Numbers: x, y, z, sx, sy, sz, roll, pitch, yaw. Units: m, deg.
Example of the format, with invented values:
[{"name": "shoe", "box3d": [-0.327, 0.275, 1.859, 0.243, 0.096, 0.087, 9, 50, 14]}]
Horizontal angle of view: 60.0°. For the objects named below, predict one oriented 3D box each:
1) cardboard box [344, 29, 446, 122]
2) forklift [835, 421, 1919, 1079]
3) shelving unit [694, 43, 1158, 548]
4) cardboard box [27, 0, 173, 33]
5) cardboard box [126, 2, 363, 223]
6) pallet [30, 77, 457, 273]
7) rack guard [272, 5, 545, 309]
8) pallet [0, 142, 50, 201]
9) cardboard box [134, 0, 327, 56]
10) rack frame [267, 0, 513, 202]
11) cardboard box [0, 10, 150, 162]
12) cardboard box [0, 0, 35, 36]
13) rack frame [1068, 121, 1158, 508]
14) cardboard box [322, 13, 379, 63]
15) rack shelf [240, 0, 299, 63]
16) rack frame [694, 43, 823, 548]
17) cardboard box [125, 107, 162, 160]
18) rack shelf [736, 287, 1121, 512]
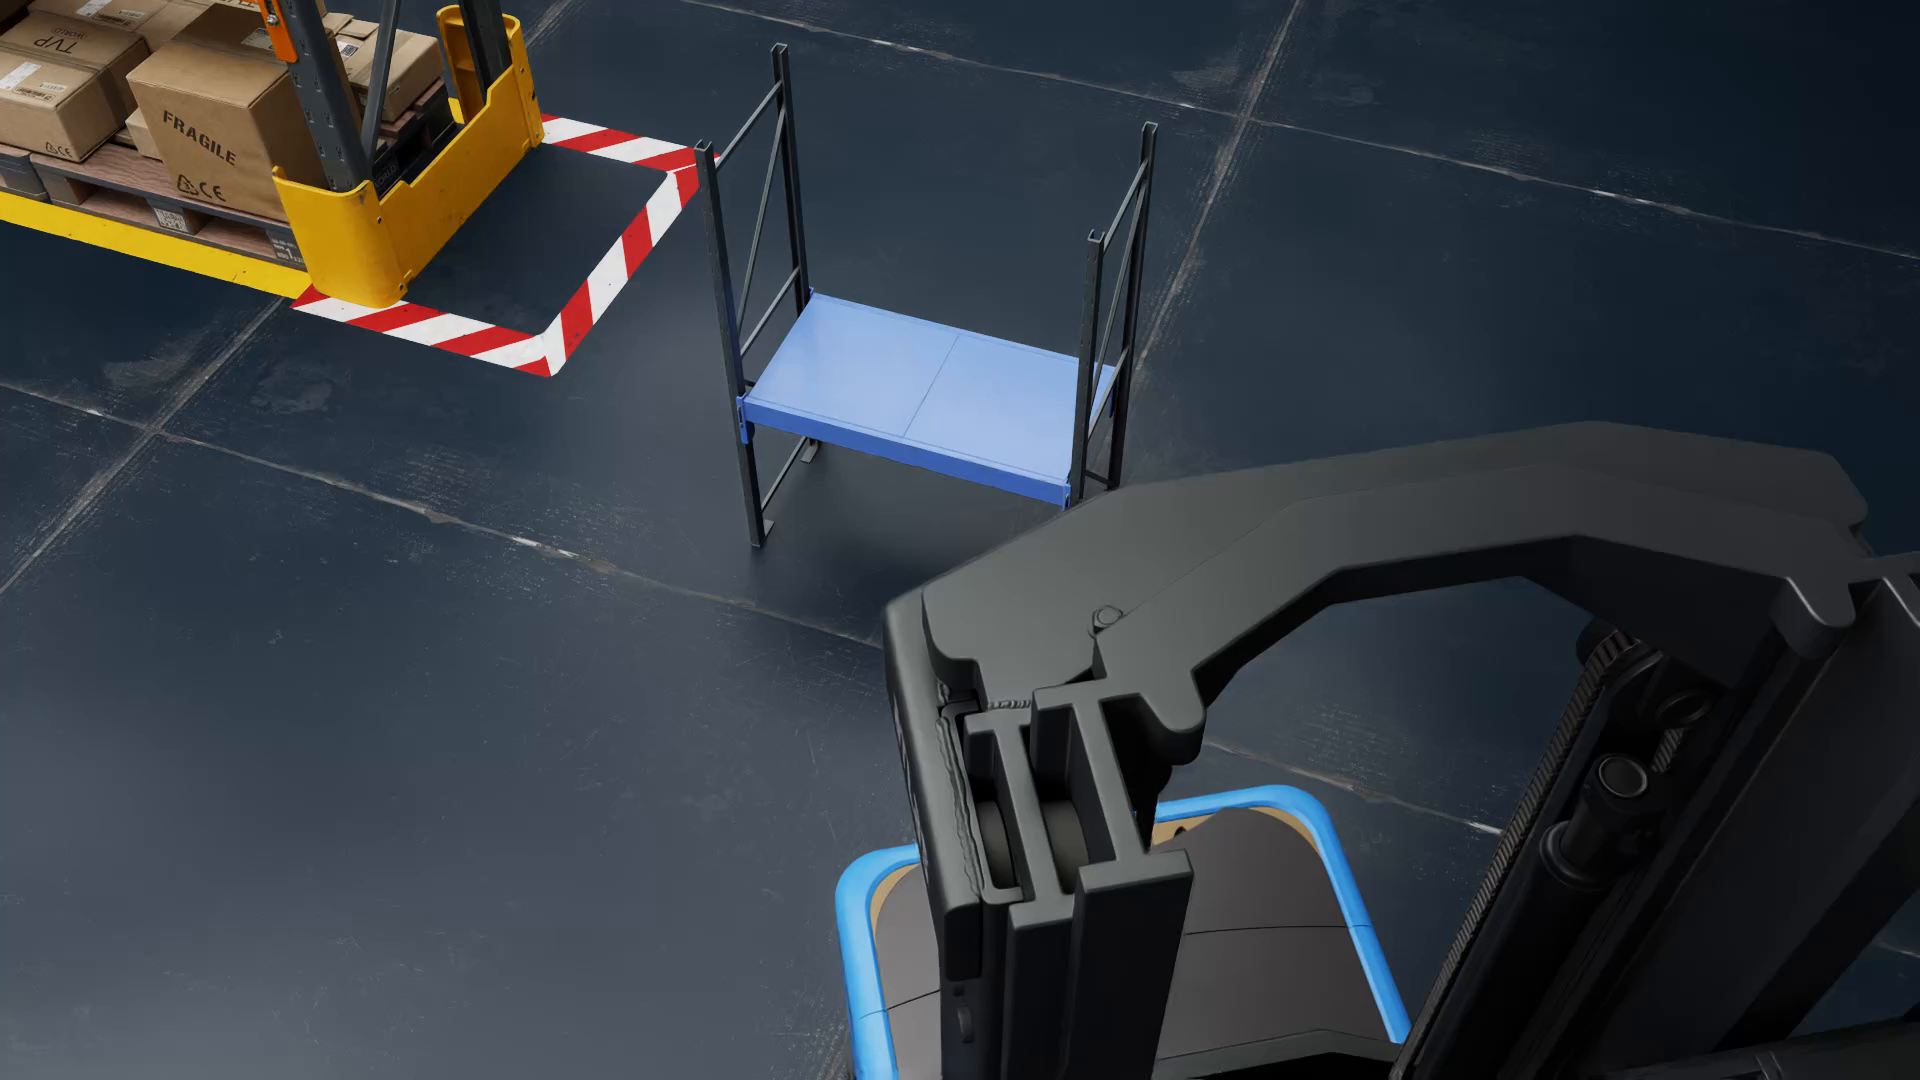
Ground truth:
[{"name": "cardboard box", "box3d": [-2.208, -1.801, 6.421, 0.250, 0.149, 0.380, 16, 51, 13]}, {"name": "forklift", "box3d": [0.518, 1.399, 2.098, 1.130, 2.935, 3.031, -8, 50, -7]}, {"name": "shelving unit", "box3d": [-0.080, -0.514, 4.703, 1.048, 1.500, 0.538, 16, 51, 13]}, {"name": "cardboard box", "box3d": [-3.284, -2.086, 6.602, 0.500, 0.250, 0.500, 16, 51, 13]}, {"name": "cardboard box", "box3d": [-2.530, -1.531, 5.955, 0.500, 0.500, 0.500, 16, 51, 13]}, {"name": "pallet", "box3d": [-2.754, -1.552, 6.456, 1.213, 0.211, 1.003, 16, 51, 13]}, {"name": "rack guard", "box3d": [-2.006, -1.439, 6.166, 0.348, 0.500, 1.175, 16, 51, 13]}, {"name": "pallet", "box3d": [-3.895, -1.873, 6.734, 1.213, 0.211, 1.003, 16, 51, 13]}, {"name": "cardboard box", "box3d": [-2.815, -1.955, 6.488, 0.500, 0.250, 0.500, 16, 51, 13]}, {"name": "rack frame", "box3d": [-1.935, -2.237, 5.204, 0.127, 3.000, 1.000, 16, 51, 13]}, {"name": "cardboard box", "box3d": [-3.411, -1.719, 6.283, 0.500, 0.250, 0.500, 16, 51, 13]}, {"name": "cardboard box", "box3d": [-3.923, -2.123, 6.466, 0.637, 0.503, 0.797, 16, 51, 13]}, {"name": "rack frame", "box3d": [0.397, -0.380, 4.587, 0.032, 1.500, 0.500, 16, 51, 13]}, {"name": "cardboard box", "box3d": [-2.443, -1.872, 6.472, 0.250, 0.166, 0.380, 16, 51, 13]}, {"name": "rack shelf", "box3d": [-3.811, -2.526, 5.930, 4.000, 0.370, 1.077, 16, 51, 13]}, {"name": "rack frame", "box3d": [-0.557, -0.647, 4.818, 0.032, 1.500, 0.500, 16, 51, 13]}, {"name": "cardboard box", "box3d": [-2.879, -1.591, 6.228, 0.250, 0.166, 0.380, 16, 51, 13]}, {"name": "rack shelf", "box3d": [-0.080, -0.396, 4.839, 1.000, 0.185, 0.538, 16, 51, 13]}]
